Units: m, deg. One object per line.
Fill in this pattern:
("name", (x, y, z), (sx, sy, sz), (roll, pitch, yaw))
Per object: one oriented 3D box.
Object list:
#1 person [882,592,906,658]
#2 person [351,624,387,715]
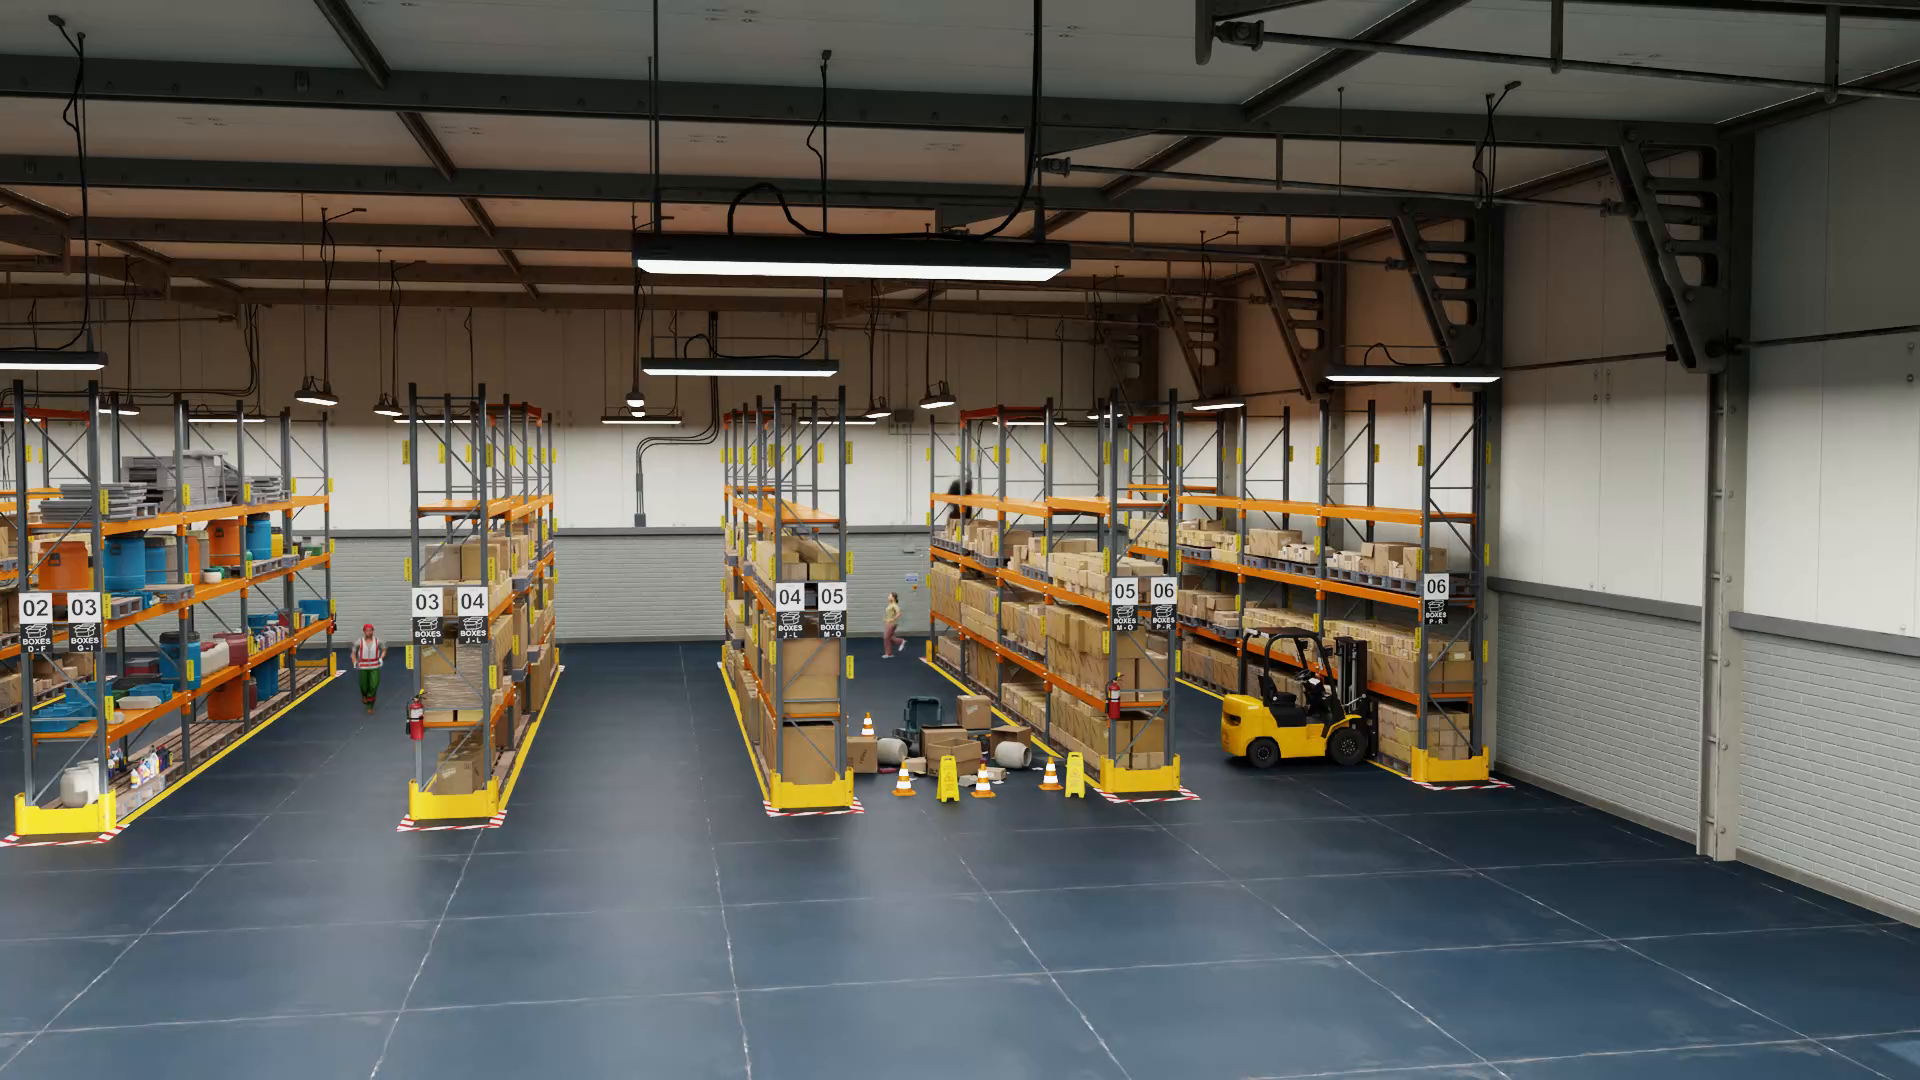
("person", (-1.629, 2.106, 41.251), (0.623, 1.628, 0.579), (-1, 3, -18))
("person", (-11.491, 2.495, 32.362), (0.657, 1.748, 0.697), (-1, 3, -22))
